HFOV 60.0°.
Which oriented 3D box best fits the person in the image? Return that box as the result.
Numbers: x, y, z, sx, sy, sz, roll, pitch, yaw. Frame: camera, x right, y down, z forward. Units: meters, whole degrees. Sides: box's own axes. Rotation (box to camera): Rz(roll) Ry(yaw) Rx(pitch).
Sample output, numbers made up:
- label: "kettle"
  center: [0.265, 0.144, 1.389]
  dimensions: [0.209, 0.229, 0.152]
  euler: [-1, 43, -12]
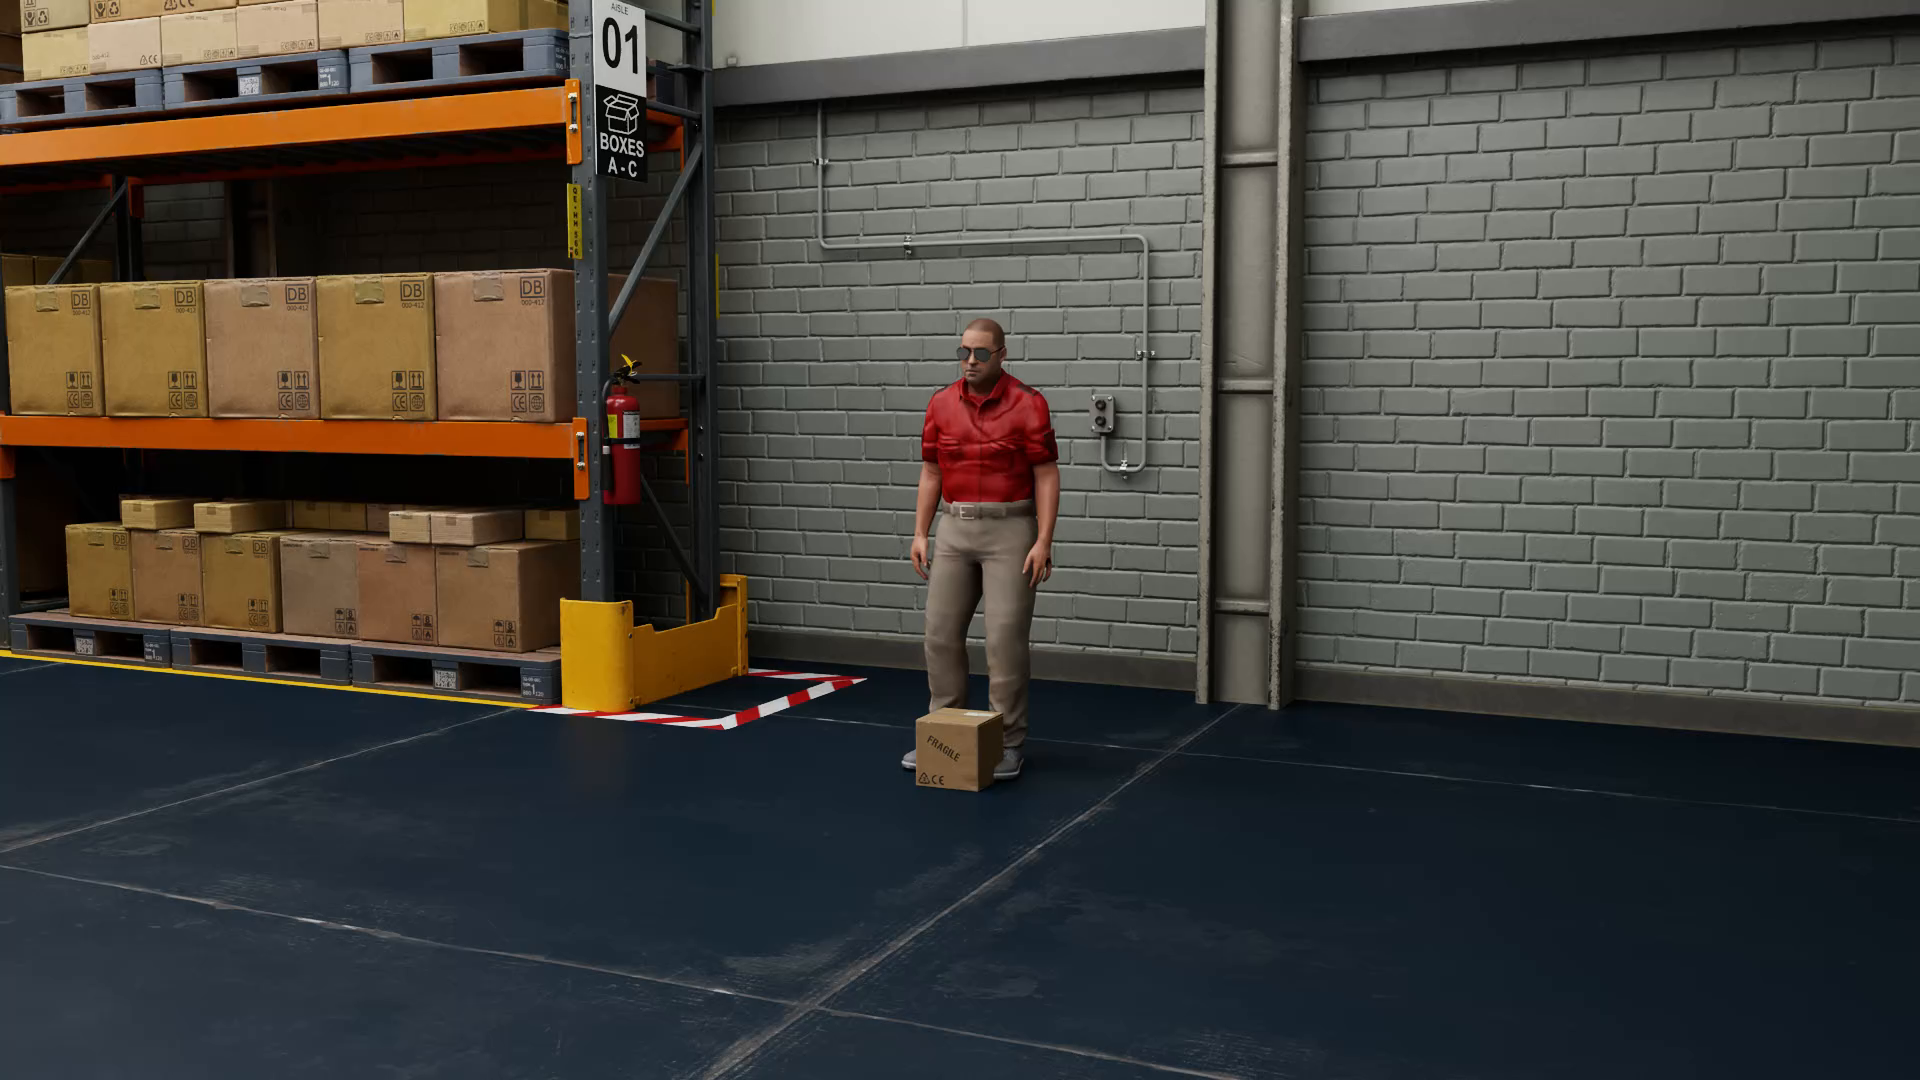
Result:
- label: "person"
  center: [0.083, 0.023, 6.361]
  dimensions: [0.586, 1.727, 0.421]
  euler: [2, 6, 24]
